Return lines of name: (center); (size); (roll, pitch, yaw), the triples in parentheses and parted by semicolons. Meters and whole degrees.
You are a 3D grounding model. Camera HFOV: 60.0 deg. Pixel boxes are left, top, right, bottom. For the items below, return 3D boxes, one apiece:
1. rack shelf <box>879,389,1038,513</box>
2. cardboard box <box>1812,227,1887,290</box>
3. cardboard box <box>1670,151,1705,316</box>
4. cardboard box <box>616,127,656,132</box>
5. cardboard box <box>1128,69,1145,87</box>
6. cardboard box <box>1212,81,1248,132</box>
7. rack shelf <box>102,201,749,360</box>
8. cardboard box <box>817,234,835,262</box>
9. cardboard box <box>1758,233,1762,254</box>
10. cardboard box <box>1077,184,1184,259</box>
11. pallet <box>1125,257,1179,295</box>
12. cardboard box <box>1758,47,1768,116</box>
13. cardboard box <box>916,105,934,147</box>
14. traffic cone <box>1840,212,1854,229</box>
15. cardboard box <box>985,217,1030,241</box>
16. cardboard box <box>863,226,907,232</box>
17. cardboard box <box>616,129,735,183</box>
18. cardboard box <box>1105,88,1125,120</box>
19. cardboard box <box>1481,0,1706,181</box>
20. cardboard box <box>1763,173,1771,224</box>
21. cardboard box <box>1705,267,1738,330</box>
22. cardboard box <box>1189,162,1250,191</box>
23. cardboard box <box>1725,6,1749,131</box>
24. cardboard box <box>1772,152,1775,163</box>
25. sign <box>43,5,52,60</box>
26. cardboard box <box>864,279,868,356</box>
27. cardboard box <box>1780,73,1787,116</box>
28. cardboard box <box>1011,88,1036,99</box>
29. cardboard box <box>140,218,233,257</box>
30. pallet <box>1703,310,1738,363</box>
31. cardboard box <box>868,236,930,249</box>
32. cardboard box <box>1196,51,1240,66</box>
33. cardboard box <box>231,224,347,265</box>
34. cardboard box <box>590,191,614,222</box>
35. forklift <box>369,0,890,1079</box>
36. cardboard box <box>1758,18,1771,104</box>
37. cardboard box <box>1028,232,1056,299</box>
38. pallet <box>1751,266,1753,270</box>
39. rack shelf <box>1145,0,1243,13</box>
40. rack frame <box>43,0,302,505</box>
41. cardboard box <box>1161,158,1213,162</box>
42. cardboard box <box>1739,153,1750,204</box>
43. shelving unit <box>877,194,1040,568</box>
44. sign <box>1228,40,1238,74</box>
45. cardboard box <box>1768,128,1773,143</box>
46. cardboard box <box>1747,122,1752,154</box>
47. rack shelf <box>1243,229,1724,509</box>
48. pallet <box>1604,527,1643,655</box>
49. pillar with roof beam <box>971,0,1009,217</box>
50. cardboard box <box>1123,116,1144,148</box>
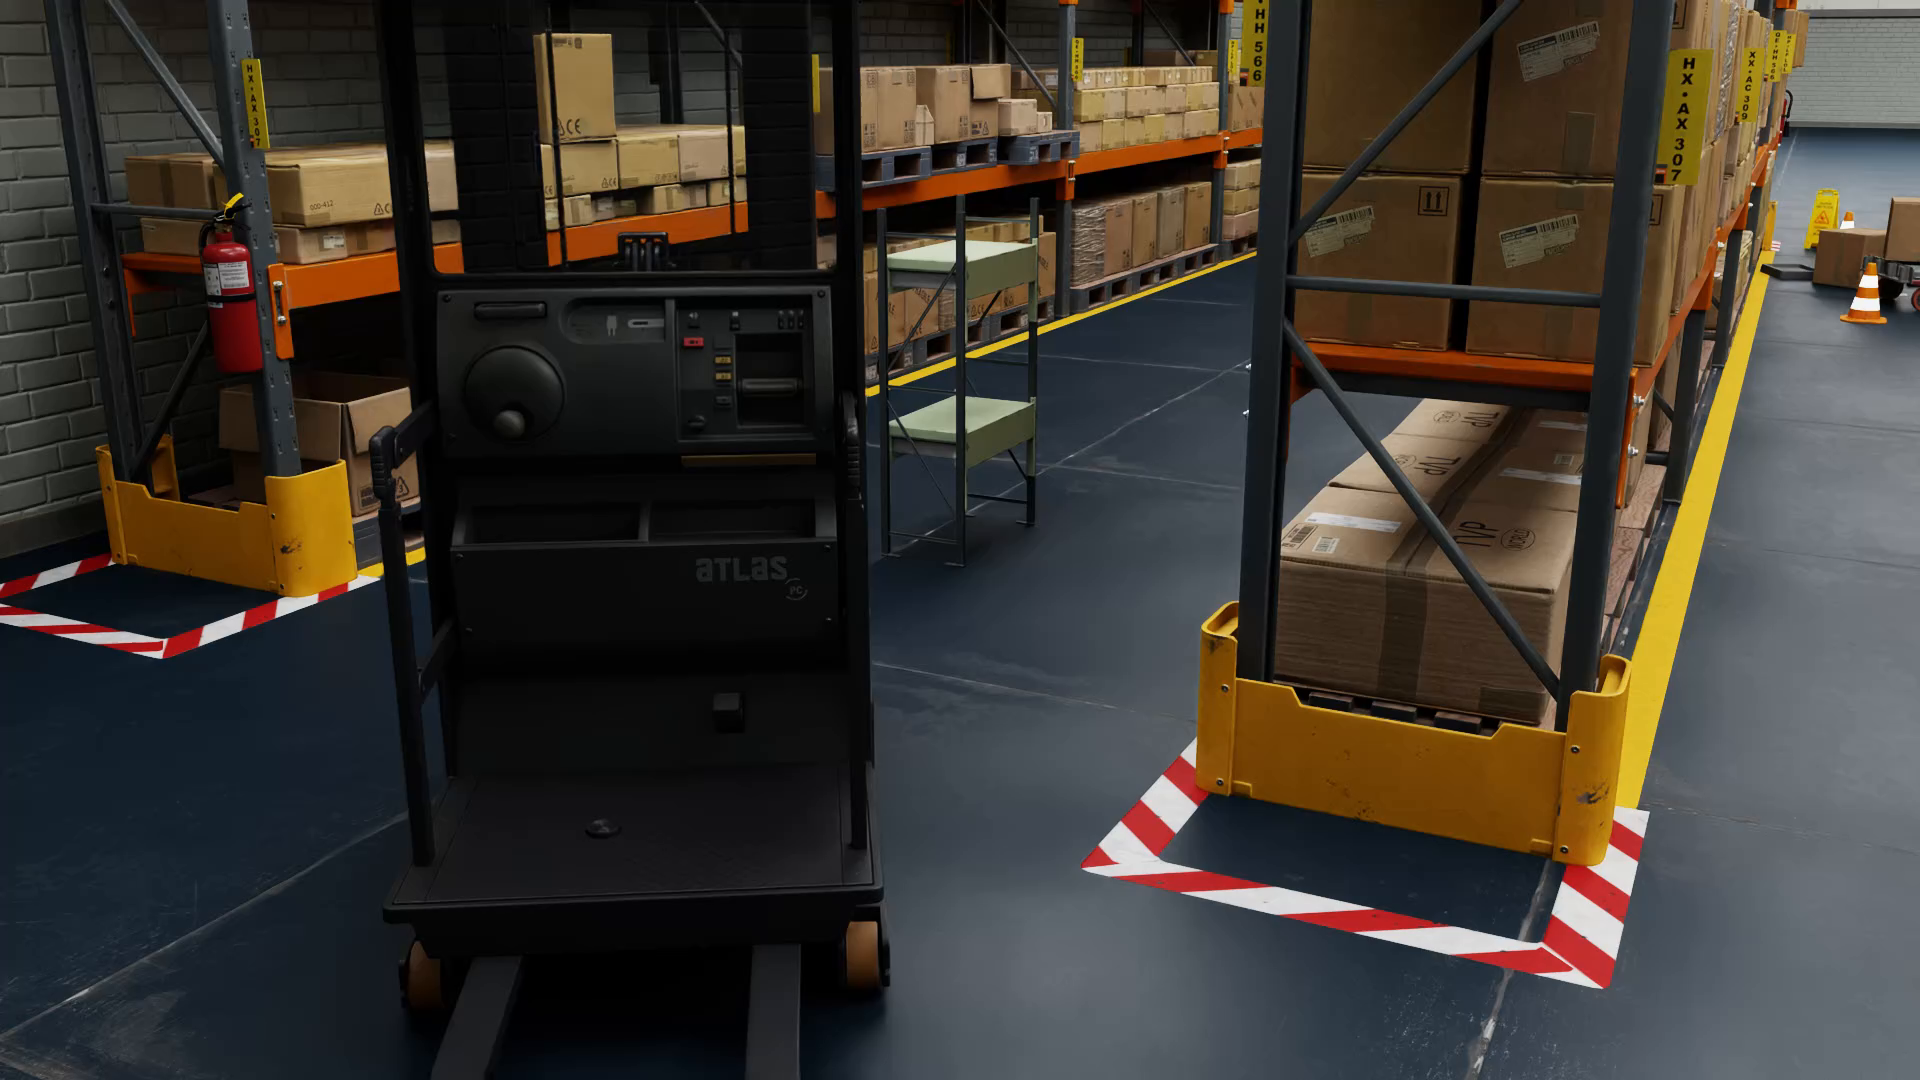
rack shelf: (0.003, -0.408, 7.409); (0.431, 0.370, 0.720); (8, 18, 25)
cardboard box: (8.358, -2.625, 15.481); (0.500, 0.500, 0.500); (-7, 18, -22)
cardboard box: (2.215, -1.059, 5.647); (0.500, 0.500, 0.500); (8, 18, 25)
cardboard box: (-2.036, -2.166, 9.288); (0.500, 0.250, 0.500); (8, 18, 25)
cardboard box: (1.405, -4.067, 14.634); (0.380, 0.149, 0.250); (9, 19, 27)
cardboard box: (2.651, -4.481, 17.166); (0.500, 0.500, 0.500); (8, 18, 24)
rack shelf: (-2.249, -1.461, 8.439); (1.077, 0.370, 4.000); (8, 18, 25)
cardboard box: (-1.011, -1.837, 10.432); (0.380, 0.149, 0.250); (8, 18, 24)
cardboard box: (7.395, -2.859, 15.974); (0.500, 0.250, 0.500); (9, 19, 28)
cardboard box: (1.643, -3.085, 16.076); (0.875, 0.625, 0.625); (8, 18, 25)
pallet: (1.381, -2.512, 15.610); (1.003, 0.211, 1.213); (8, 18, 25)
cardboard box: (5.509, -3.314, 11.979); (0.500, 0.500, 0.500); (9, 19, 28)
cardboard box: (-0.391, -2.757, 11.038); (0.396, 0.266, 0.258); (9, 19, 28)
traffic cone: (9.411, -3.252, 17.659); (0.336, 0.463, 0.334); (8, 18, 25)
cardboard box: (0.344, -2.417, 12.906); (0.380, 0.149, 0.250); (7, 18, 23)
cardboard box: (-0.610, -2.219, 12.240); (0.380, 0.149, 0.250); (8, 18, 26)
cardboard box: (-1.575, -2.096, 9.053); (0.500, 0.250, 0.500); (8, 18, 26)
cardboard box: (1.074, -3.711, 14.137); (0.500, 0.250, 0.500); (9, 19, 27)
cardboard box: (1.769, -1.279, 4.631); (0.500, 0.500, 0.500); (8, 18, 24)
cardboard box: (7.629, -3.351, 16.312); (0.500, 0.500, 0.500); (9, 19, 28)
cardboard box: (5.136, -1.788, 12.153); (0.950, 0.372, 0.625); (7, 18, 22)
cardboard box: (2.716, -3.799, 17.382); (0.500, 0.250, 0.500); (8, 18, 25)
cardboard box: (3.123, -2.057, 7.249); (0.500, 0.500, 0.500); (8, 18, 25)
cardboard box: (8.105, -3.892, 16.995); (0.380, 0.149, 0.250); (8, 19, 26)
sign: (-3.630, -2.079, 6.666); (0.100, 0.325, 0.005); (8, 18, 25)
cardboard box: (-0.938, -1.413, 10.666); (0.500, 0.500, 0.500); (9, 19, 28)
cardboard box: (8.225, -4.632, 17.152); (0.500, 0.500, 0.500); (8, 18, 25)
cardboard box: (0.384, -3.652, 13.936); (0.500, 0.250, 0.500); (9, 19, 27)
cardboard box: (-3.235, -1.295, 7.056); (0.380, 0.149, 0.250); (8, 18, 25)
pallet: (5.225, -1.566, 12.425); (1.003, 0.211, 1.213); (8, 18, 25)
cardboard box: (-0.430, -2.027, 11.595); (0.380, 0.149, 0.250); (9, 19, 27)
cardboard box: (2.627, -4.898, 16.909); (0.380, 0.149, 0.250); (9, 19, 26)
cardboard box: (-2.750, -1.225, 6.821); (0.380, 0.149, 0.250); (8, 18, 25)
cardboard box: (-1.977, -1.691, 8.390); (0.380, 0.149, 0.250); (8, 18, 25)
forklift: (-0.751, -0.413, 3.769); (1.130, 2.935, 3.031); (-1, 17, -5)
cardboard box: (4.655, -2.934, 10.203); (0.500, 0.500, 0.500); (8, 19, 26)
cardboard box: (0.435, -2.202, 13.323); (0.500, 0.500, 0.500); (9, 19, 27)
pallet: (7.474, -2.873, 16.827); (1.003, 0.211, 1.213); (8, 18, 25)
rack shelf: (3.113, -5.956, 18.303); (1.077, 0.370, 4.000); (8, 18, 25)
rack frame: (-3.143, -1.296, 6.621); (1.000, 3.000, 0.127); (8, 18, 25)
cardboard box: (2.479, -3.997, 18.047); (0.500, 0.250, 0.500); (8, 18, 25)
cardboard box: (4.224, -2.078, 9.516); (0.500, 0.250, 0.500); (8, 18, 24)
shelving unit: (0.003, -0.721, 7.317); (0.431, 1.500, 0.755); (8, 18, 25)
sign: (2.709, -4.804, 16.534); (0.100, 0.325, 0.005); (8, 18, 25)
cardboard box: (7.089, -3.641, 14.958); (0.380, 0.149, 0.250); (8, 18, 25)
cardboard box: (4.217, -2.319, 9.450); (0.500, 0.250, 0.500); (7, 18, 24)
rack shelf: (2.193, -0.830, 6.316); (1.077, 0.370, 4.000); (8, 18, 25)
pallet: (2.133, 0.148, 6.657); (1.003, 0.211, 1.213); (8, 18, 25)
pillar with roof beam: (4.060, -6.109, 12.288); (9.100, 9.000, 0.400); (8, 18, 25)
cardboard box: (1.302, -3.604, 14.653); (0.500, 0.250, 0.500); (7, 18, 24)
